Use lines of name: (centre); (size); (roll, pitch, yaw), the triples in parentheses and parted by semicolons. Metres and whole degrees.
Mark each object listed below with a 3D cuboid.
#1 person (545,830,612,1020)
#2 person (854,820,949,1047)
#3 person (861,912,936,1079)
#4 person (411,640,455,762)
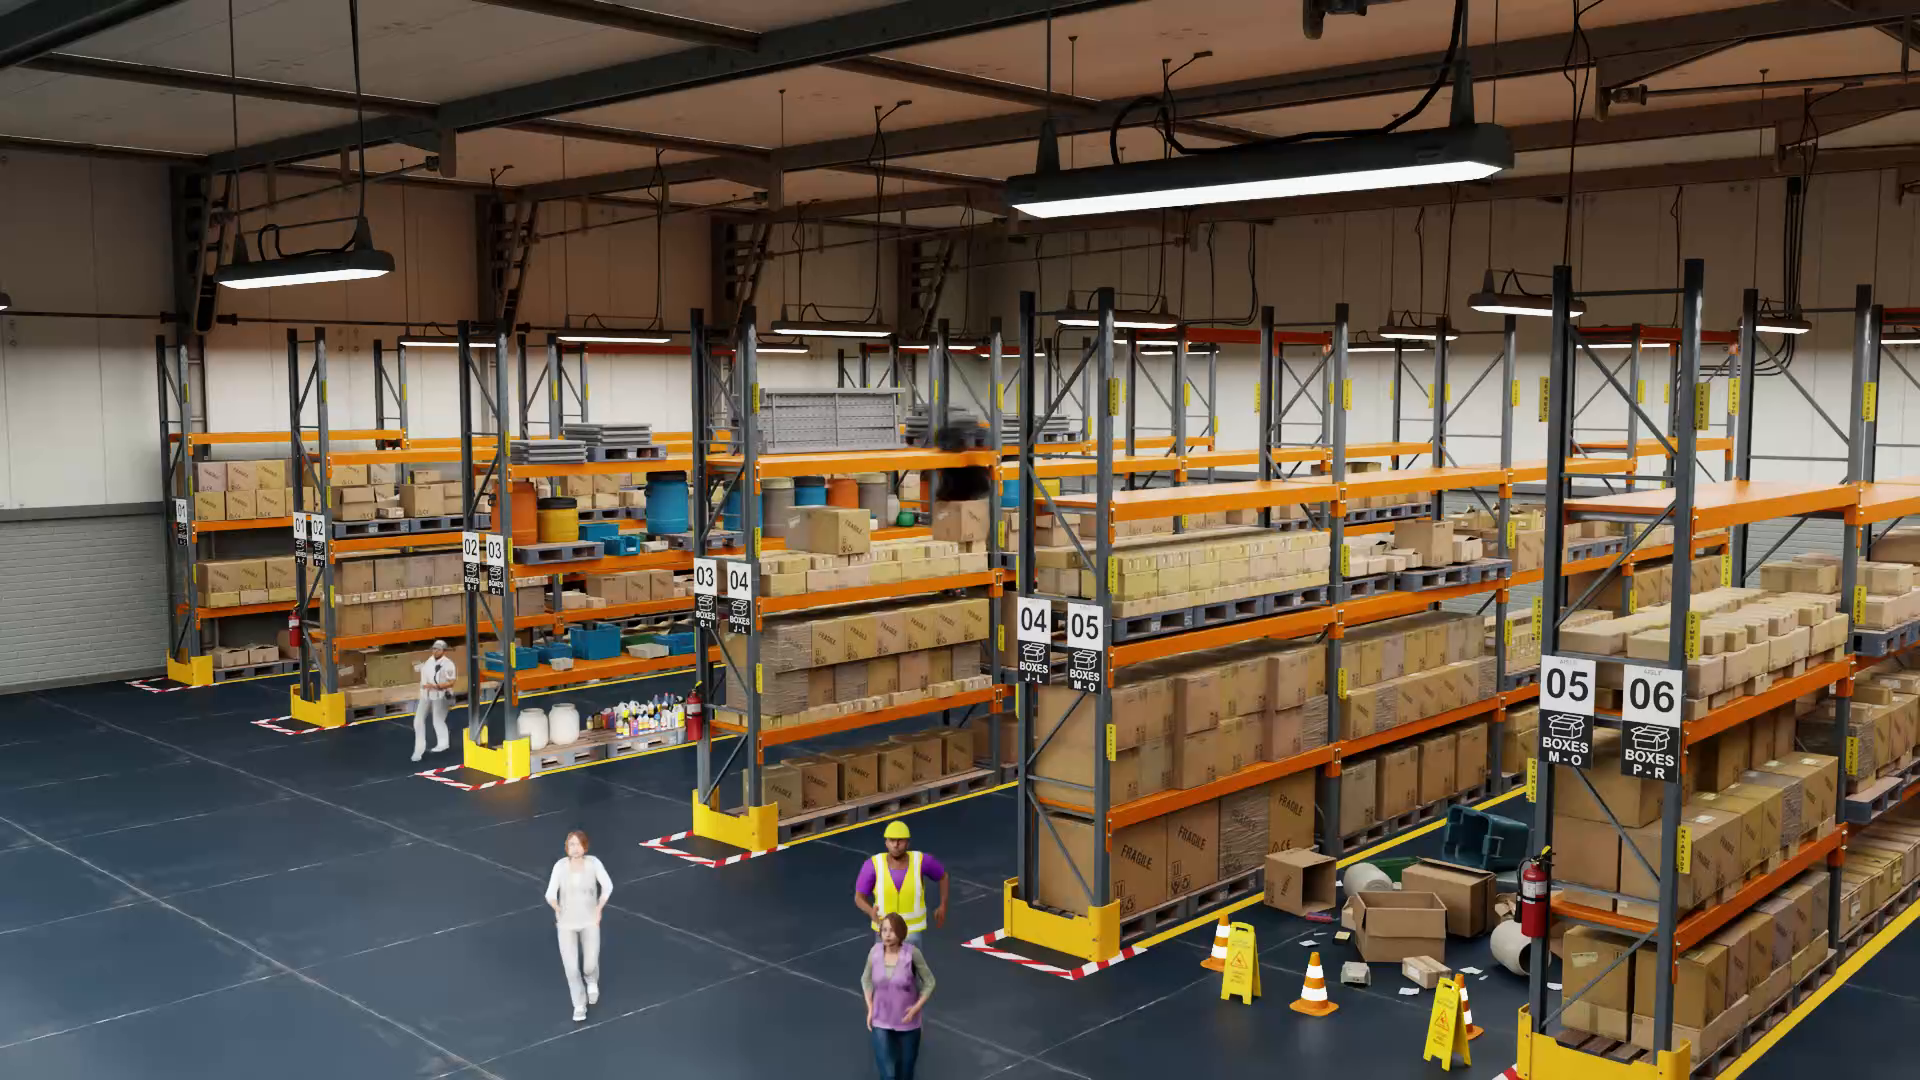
person: (-3.092, 3.125, 13.485); (0.530, 1.552, 0.551); (-1, 5, -9)
person: (-0.464, 3.089, 12.995); (0.728, 1.820, 0.726); (0, 5, 4)
person: (-0.430, 3.322, 11.433); (0.534, 1.587, 0.669); (1, 5, 7)
person: (-7.202, 2.208, 22.961); (0.611, 1.699, 0.669); (1, 6, 15)
